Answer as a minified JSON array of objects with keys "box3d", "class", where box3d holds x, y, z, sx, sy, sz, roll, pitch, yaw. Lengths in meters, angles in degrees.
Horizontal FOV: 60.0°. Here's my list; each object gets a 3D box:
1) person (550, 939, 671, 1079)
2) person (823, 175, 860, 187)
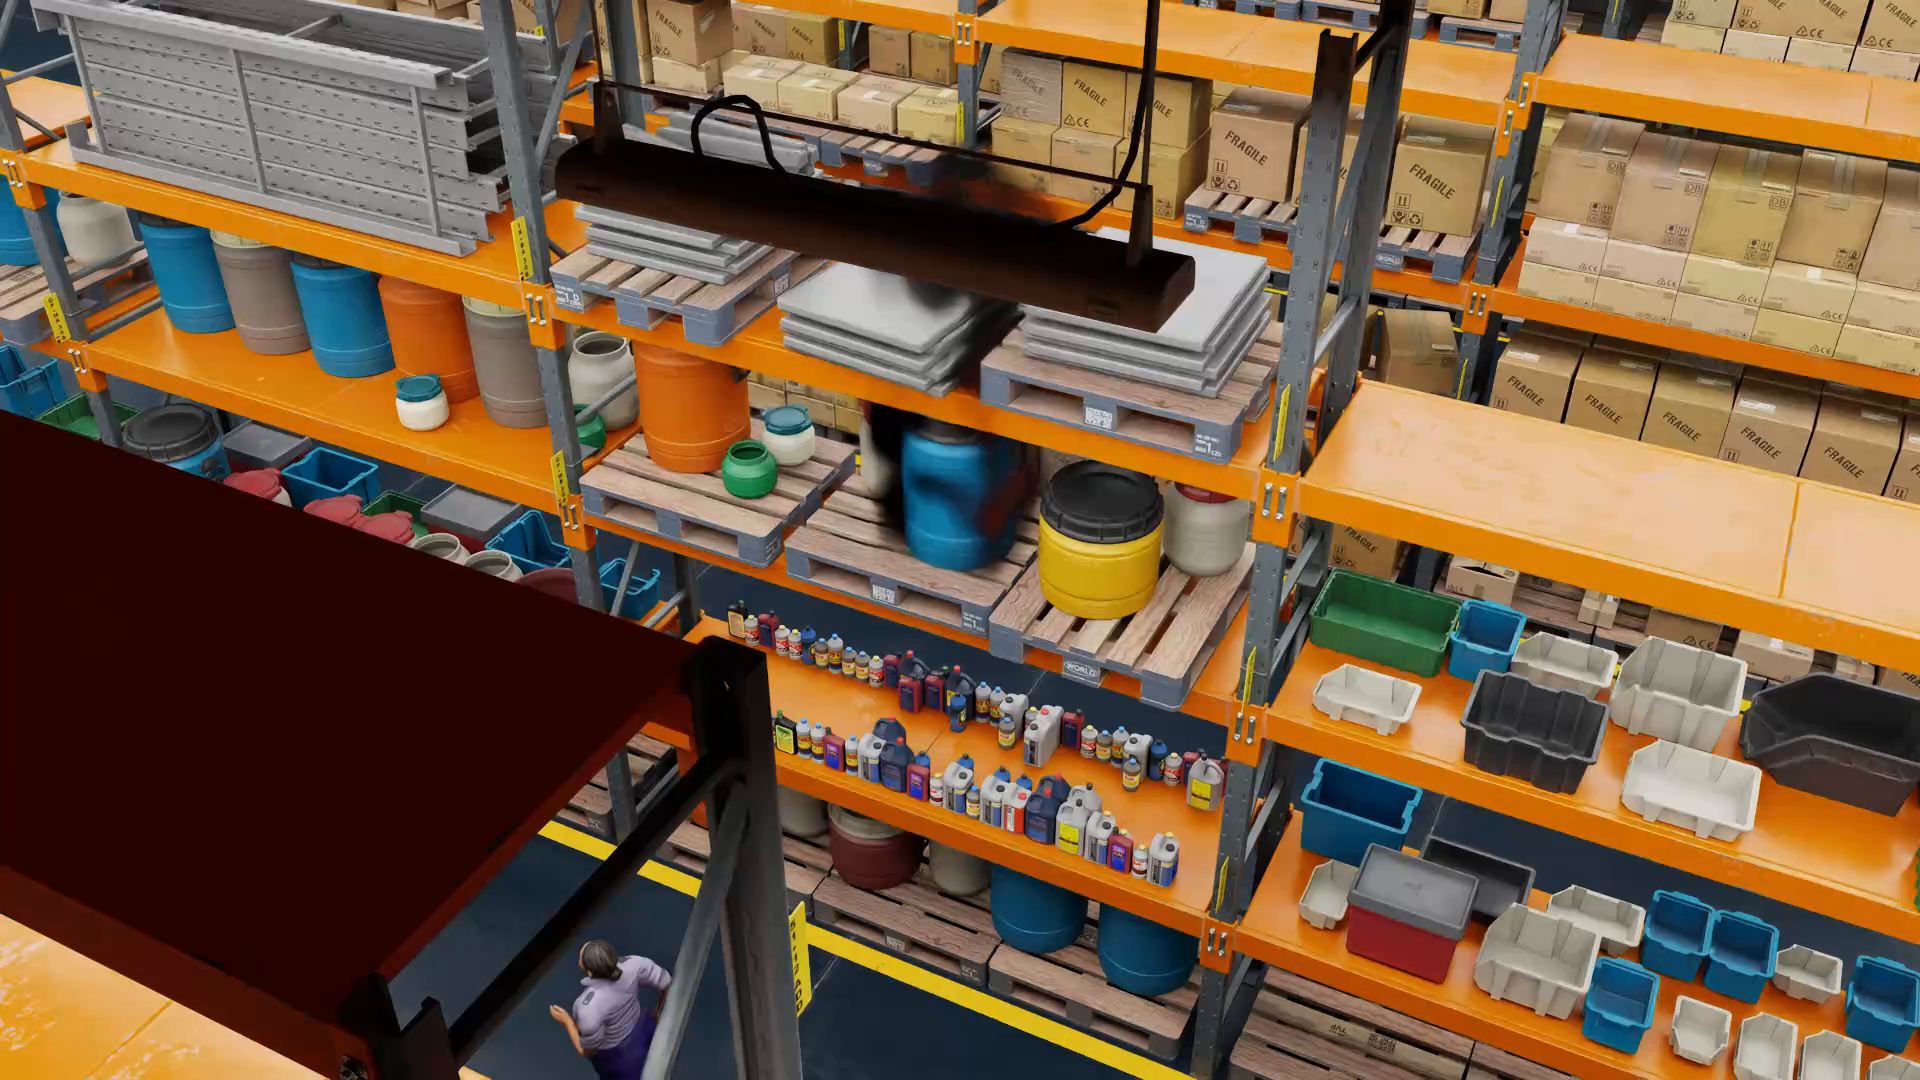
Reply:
[{"box3d":[-1.743,2.687,8.664,0.801,1.653,0.493,10,36,14],"class":"person"},{"box3d":[-1.179,-3.670,17.686,0.811,1.671,0.513,1,35,1],"class":"person"}]
